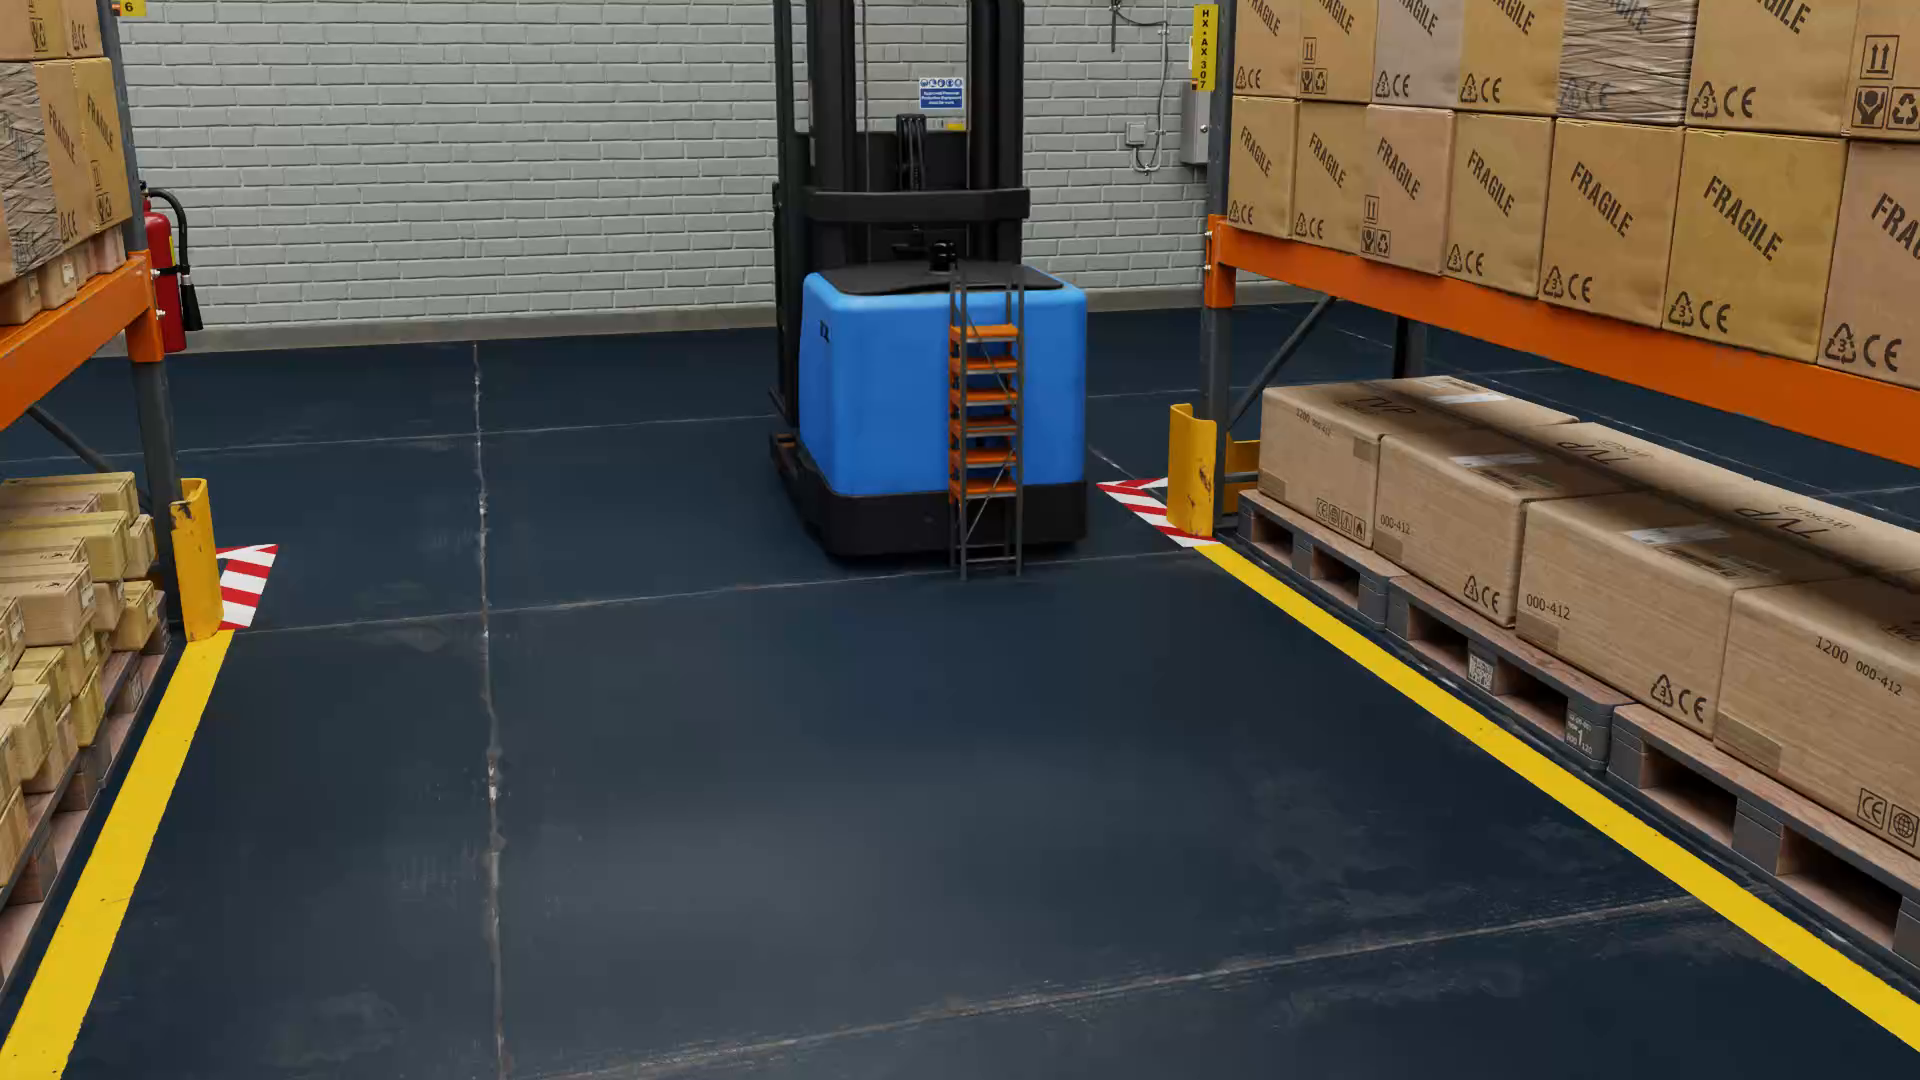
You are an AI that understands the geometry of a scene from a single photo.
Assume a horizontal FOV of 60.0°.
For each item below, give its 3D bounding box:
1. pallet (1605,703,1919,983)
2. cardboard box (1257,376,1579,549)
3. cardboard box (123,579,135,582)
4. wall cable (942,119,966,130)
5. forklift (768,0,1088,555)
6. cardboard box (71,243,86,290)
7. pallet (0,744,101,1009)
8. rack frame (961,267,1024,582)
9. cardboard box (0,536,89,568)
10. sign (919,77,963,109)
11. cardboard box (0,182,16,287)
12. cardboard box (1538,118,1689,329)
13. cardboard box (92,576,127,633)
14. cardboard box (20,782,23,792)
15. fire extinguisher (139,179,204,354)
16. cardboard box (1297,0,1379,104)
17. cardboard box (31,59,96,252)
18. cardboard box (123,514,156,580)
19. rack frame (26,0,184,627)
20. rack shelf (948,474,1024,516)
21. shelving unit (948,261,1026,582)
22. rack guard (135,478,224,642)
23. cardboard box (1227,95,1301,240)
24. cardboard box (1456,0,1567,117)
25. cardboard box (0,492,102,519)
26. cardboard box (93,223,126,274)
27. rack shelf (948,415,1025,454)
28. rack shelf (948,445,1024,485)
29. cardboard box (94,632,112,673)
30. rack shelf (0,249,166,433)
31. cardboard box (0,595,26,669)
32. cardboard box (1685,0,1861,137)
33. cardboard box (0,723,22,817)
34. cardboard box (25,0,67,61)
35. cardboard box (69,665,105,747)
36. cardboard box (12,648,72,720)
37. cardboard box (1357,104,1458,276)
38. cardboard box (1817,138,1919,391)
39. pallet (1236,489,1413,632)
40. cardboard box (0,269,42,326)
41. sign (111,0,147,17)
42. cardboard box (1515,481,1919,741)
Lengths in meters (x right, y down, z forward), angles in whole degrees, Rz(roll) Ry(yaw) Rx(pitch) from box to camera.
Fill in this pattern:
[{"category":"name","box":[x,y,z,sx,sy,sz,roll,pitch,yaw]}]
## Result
[{"category":"pallet","box":[2.465,0.695,4.271,1.003,0.211,1.213,-5,17,-15]},{"category":"cardboard box","box":[1.777,-0.330,6.559,0.875,0.438,0.875,-5,18,-17]},{"category":"cardboard box","box":[-2.887,0.183,5.356,0.380,0.149,0.250,-4,17,-14]},{"category":"wall cable","box":[-0.072,-3.590,11.868,0.585,1.953,0.123,-5,17,-15]},{"category":"forklift","box":[-0.316,-1.726,7.604,1.130,2.935,3.031,-4,17,-12]},{"category":"cardboard box","box":[-2.755,-0.783,4.781,0.380,0.149,0.250,-5,17,-16]},{"category":"pallet","box":[-2.690,0.810,3.889,1.003,0.211,1.213,-5,17,-15]},{"category":"rack frame","box":[0.120,-0.422,6.272,0.240,1.200,0.006,-4,17,-12]},{"category":"cardboard box","box":[-2.626,0.107,4.573,0.380,0.149,0.250,-5,18,-17]},{"category":"sign","box":[-0.136,-3.231,12.023,0.327,0.218,0.001,-5,17,-15]},{"category":"cardboard box","box":[-2.449,-0.776,3.631,0.500,0.500,0.500,-4,17,-12]},{"category":"cardboard box","box":[1.927,-0.859,4.425,0.500,0.500,0.500,-5,17,-16]},{"category":"cardboard box","box":[-2.668,0.178,4.854,0.380,0.149,0.250,-5,18,-18]},{"category":"cardboard box","box":[-2.465,0.611,3.928,0.380,0.149,0.250,-4,17,-14]},{"category":"fire extinguisher","box":[-2.858,-1.001,5.854,0.296,0.674,0.183,-5,17,-15]},{"category":"cardboard box","box":[1.506,-1.759,5.683,0.500,0.500,0.500,-5,17,-17]},{"category":"cardboard box","box":[-2.725,-1.054,4.557,0.500,0.500,0.500,-5,17,-16]},{"category":"cardboard box","box":[-2.813,0.034,5.332,0.380,0.149,0.250,-5,17,-17]},{"category":"rack frame","box":[-3.232,-1.111,5.436,1.000,3.000,0.127,-5,17,-15]},{"category":"rack shelf","box":[0.099,-0.176,6.440,0.258,0.103,0.180,-4,17,-12]},{"category":"shelving unit","box":[0.099,-0.448,6.358,0.258,1.200,0.189,-4,17,-12]},{"category":"rack guard","box":[-3.211,0.107,5.726,1.175,0.500,0.348,-5,17,-15]},{"category":"cardboard box","box":[1.355,-1.423,6.300,0.500,0.500,0.500,-5,17,-16]},{"category":"cardboard box","box":[1.793,-1.480,4.752,0.500,0.500,0.500,-5,17,-15]},{"category":"cardboard box","box":[-2.829,-0.031,5.033,0.380,0.149,0.250,-4,17,-14]},{"category":"cardboard box","box":[-2.871,-0.923,5.246,0.380,0.149,0.250,-5,17,-15]},{"category":"rack shelf","box":[0.099,-0.405,6.370,0.258,0.103,0.180,-4,17,-12]},{"category":"rack shelf","box":[0.099,-0.290,6.405,0.258,0.103,0.180,-4,17,-12]},{"category":"cardboard box","box":[-2.729,0.326,4.880,0.380,0.149,0.250,-5,17,-16]},{"category":"rack shelf","box":[-2.682,-0.213,3.698,1.077,0.370,4.000,-5,17,-15]},{"category":"cardboard box","box":[-2.532,0.259,4.068,0.380,0.149,0.250,-5,18,-17]},{"category":"cardboard box","box":[2.072,-1.200,3.822,0.500,0.500,0.500,-5,17,-16]},{"category":"cardboard box","box":[-2.315,0.537,3.660,0.380,0.149,0.250,-5,17,-16]},{"category":"cardboard box","box":[-2.728,-1.533,4.413,0.500,0.500,0.500,-5,18,-17]},{"category":"cardboard box","box":[-2.518,0.458,4.438,0.380,0.149,0.250,-6,18,-18]},{"category":"cardboard box","box":[-2.461,0.393,4.140,0.380,0.149,0.250,-4,17,-12]},{"category":"cardboard box","box":[1.644,-1.143,5.368,0.500,0.500,0.500,-5,17,-16]},{"category":"cardboard box","box":[2.226,-0.580,3.494,0.500,0.500,0.500,-5,17,-15]},{"category":"pallet","box":[1.795,0.020,6.517,1.003,0.211,1.213,-5,17,-15]},{"category":"cardboard box","box":[-2.618,-0.639,4.301,0.380,0.149,0.250,-6,18,-18]},{"category":"sign","box":[-2.693,-1.855,5.352,0.100,0.325,0.005,-5,17,-15]},{"category":"cardboard box","box":[2.283,0.173,4.887,0.875,0.438,0.875,-5,17,-17]}]
